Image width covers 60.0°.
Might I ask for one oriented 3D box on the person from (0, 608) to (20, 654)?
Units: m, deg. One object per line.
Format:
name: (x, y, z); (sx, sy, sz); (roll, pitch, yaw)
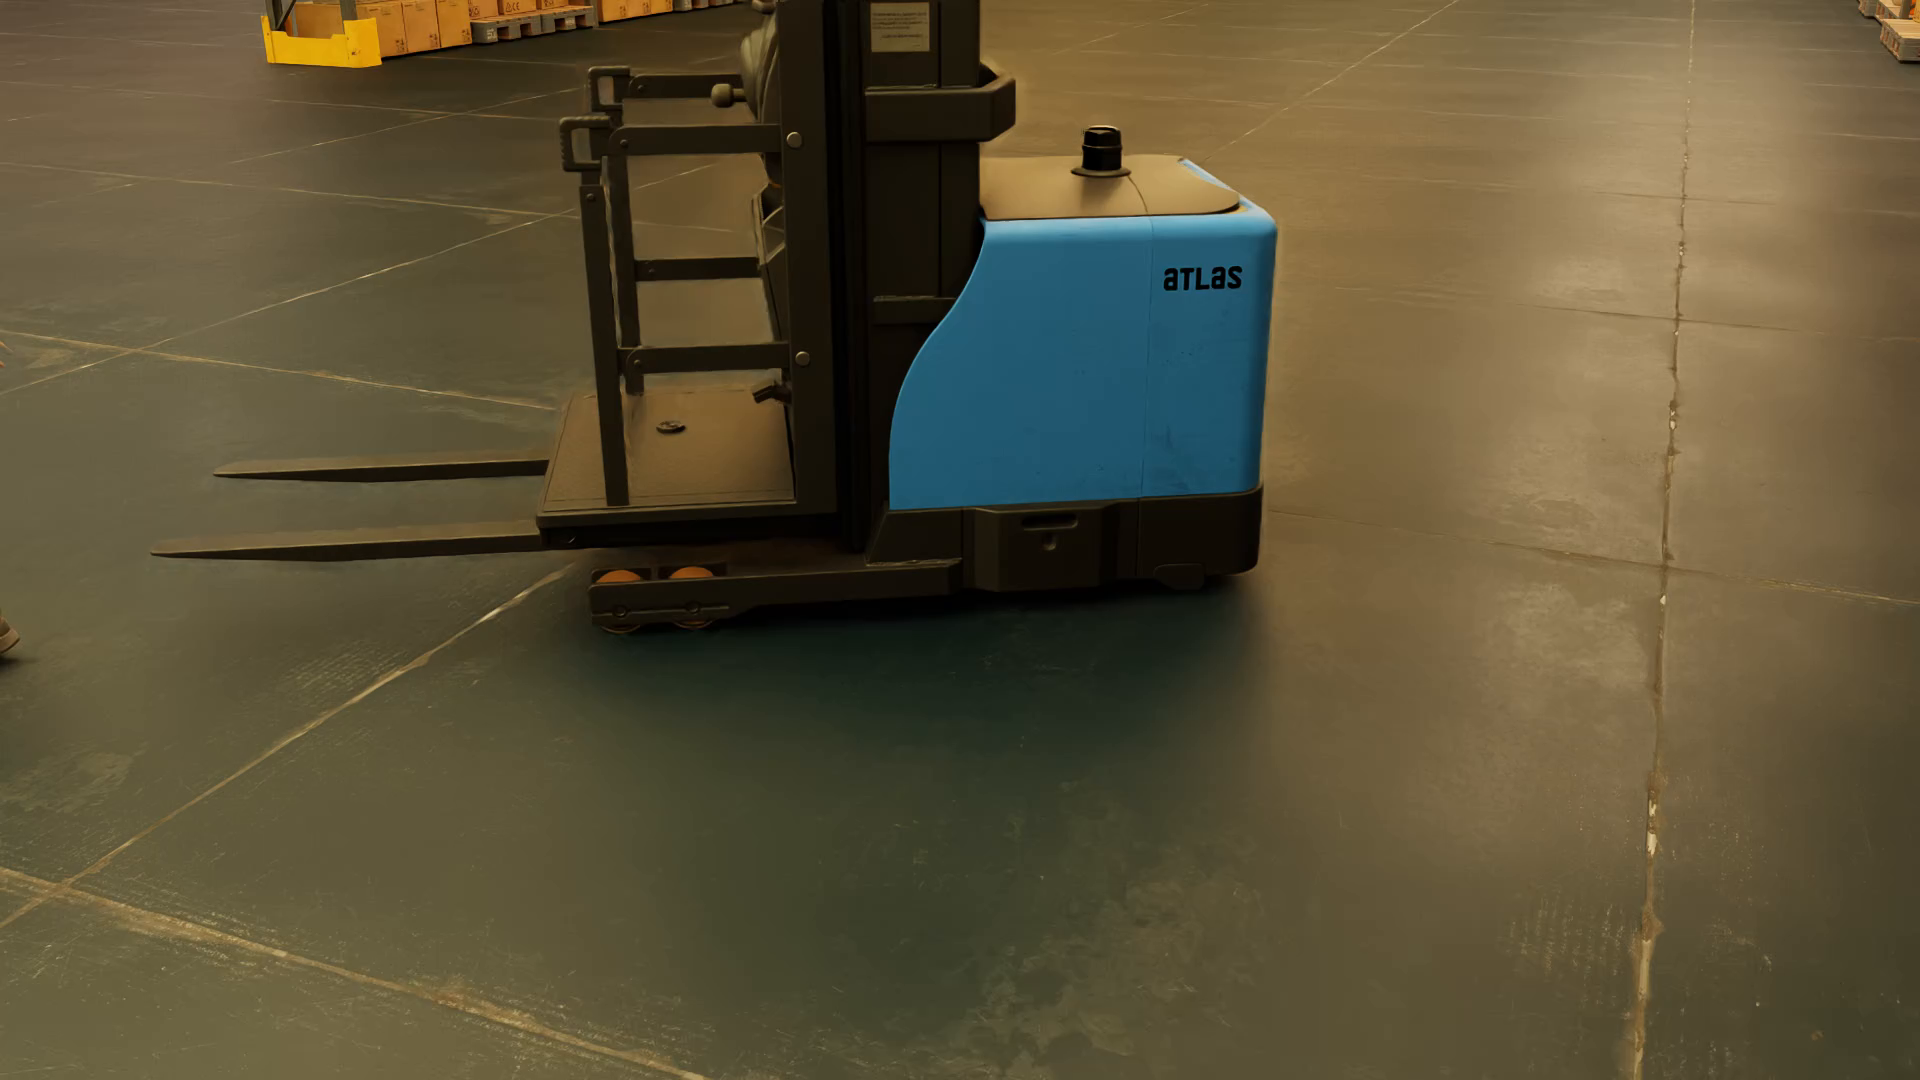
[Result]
person: (-2.780, -0.393, 3.886); (0.966, 1.758, 0.628); (-11, 25, -24)

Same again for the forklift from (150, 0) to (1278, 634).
forklift: (-0.704, -1.317, 4.443); (3.031, 2.935, 1.130); (-3, 23, -7)
